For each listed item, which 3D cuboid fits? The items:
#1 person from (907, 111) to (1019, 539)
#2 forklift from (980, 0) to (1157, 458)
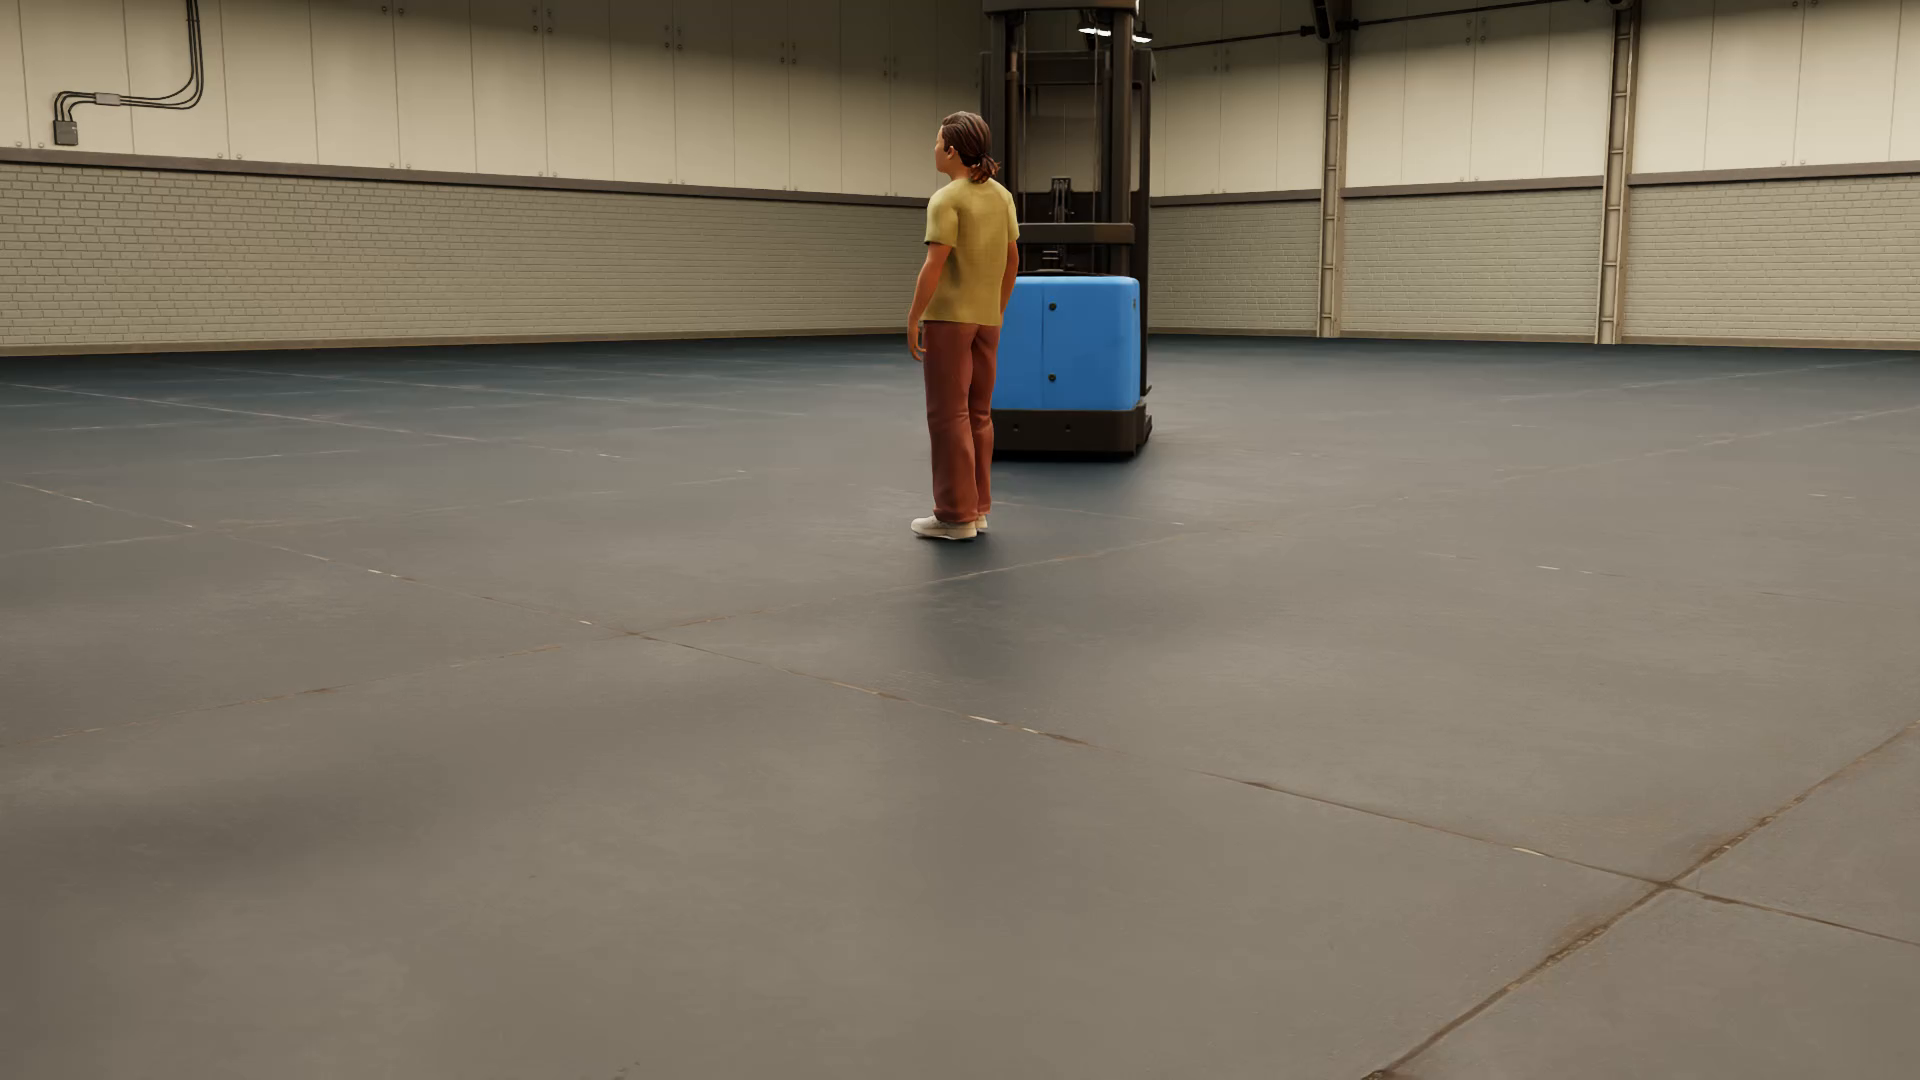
[{"bbox_3d":[-0.045,-0.845,6.650,0.549,1.675,0.553,8,12,43],"label":"person"},{"bbox_3d":[0.711,-2.118,10.939,1.130,2.935,3.031,1,9,9],"label":"forklift"}]
